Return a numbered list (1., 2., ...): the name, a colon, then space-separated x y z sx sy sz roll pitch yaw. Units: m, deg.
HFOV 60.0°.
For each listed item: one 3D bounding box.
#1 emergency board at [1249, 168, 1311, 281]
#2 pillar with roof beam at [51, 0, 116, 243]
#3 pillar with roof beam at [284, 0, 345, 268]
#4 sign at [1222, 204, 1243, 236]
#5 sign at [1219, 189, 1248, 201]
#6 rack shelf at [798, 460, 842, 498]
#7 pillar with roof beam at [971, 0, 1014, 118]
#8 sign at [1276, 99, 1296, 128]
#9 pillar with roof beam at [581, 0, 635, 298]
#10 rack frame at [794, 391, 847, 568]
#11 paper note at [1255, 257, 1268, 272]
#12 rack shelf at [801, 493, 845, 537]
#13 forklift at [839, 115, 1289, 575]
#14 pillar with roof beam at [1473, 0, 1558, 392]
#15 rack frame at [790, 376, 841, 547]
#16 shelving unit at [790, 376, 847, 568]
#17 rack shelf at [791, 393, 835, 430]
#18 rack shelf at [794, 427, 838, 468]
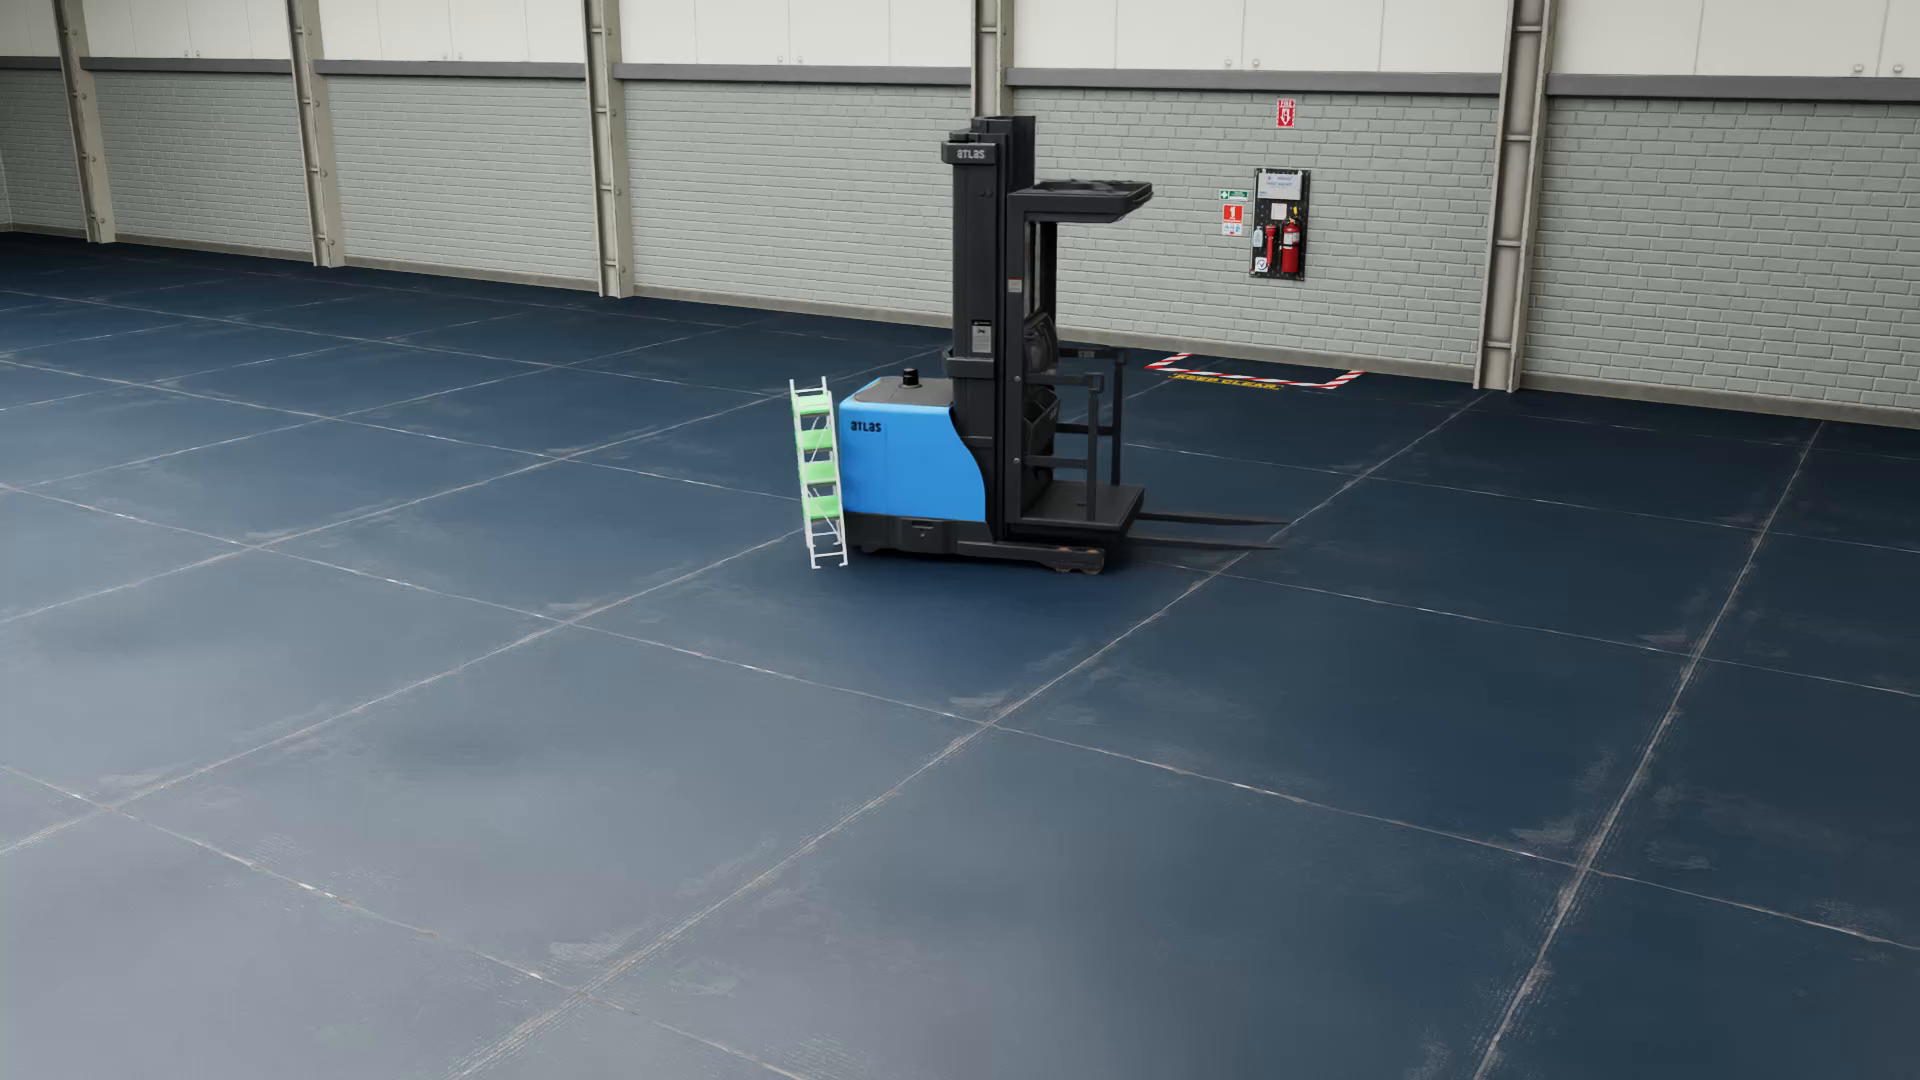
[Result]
1. emergency board: 3.400 -3.377 17.837 0.643 1.169 0.194 10 20 30
2. pillar with roof beam: -17.219 -8.446 24.204 0.400 9.000 9.100 10 20 30
3. pillar with roof beam: -12.106 -7.534 21.200 0.400 9.000 9.100 10 20 30
4. sign: 2.982 -3.504 18.193 0.234 0.329 0.001 10 20 30
5. sign: 2.982 -3.754 18.106 0.331 0.109 0.001 10 20 30
6. rack shelf: -0.958 -0.404 11.335 0.258 0.148 0.480 -7 18 -7
7. pillar with roof beam: -1.880 -5.708 15.191 0.400 9.000 9.100 10 20 30
8. sign: 3.445 -4.512 17.585 0.199 0.298 0.001 10 20 30
9. pillar with roof beam: -6.993 -6.621 18.195 0.400 9.000 9.100 10 20 30
10. rack frame: -0.924 -0.395 11.085 0.240 1.200 0.015 -7 18 -7
11. paper note: 3.285 -2.999 18.110 0.142 0.148 0.016 10 20 30
12. rack shelf: -0.941 -0.175 11.407 0.258 0.148 0.480 -7 18 -7
13. forklift: 0.737 -1.340 11.248 3.031 2.935 1.130 4 17 14
14. pillar with roof beam: 3.232 -4.796 12.186 0.400 9.000 9.100 10 20 30
15. rack frame: -1.001 -0.534 11.547 0.240 1.200 0.015 -7 18 -7
16. shelving unit: -0.962 -0.464 11.316 0.258 1.200 0.503 -7 18 -7
17. rack shelf: -0.992 -0.860 11.191 0.258 0.148 0.480 -7 18 -7
18. rack shelf: -0.975 -0.632 11.263 0.258 0.148 0.480 -7 18 -7
